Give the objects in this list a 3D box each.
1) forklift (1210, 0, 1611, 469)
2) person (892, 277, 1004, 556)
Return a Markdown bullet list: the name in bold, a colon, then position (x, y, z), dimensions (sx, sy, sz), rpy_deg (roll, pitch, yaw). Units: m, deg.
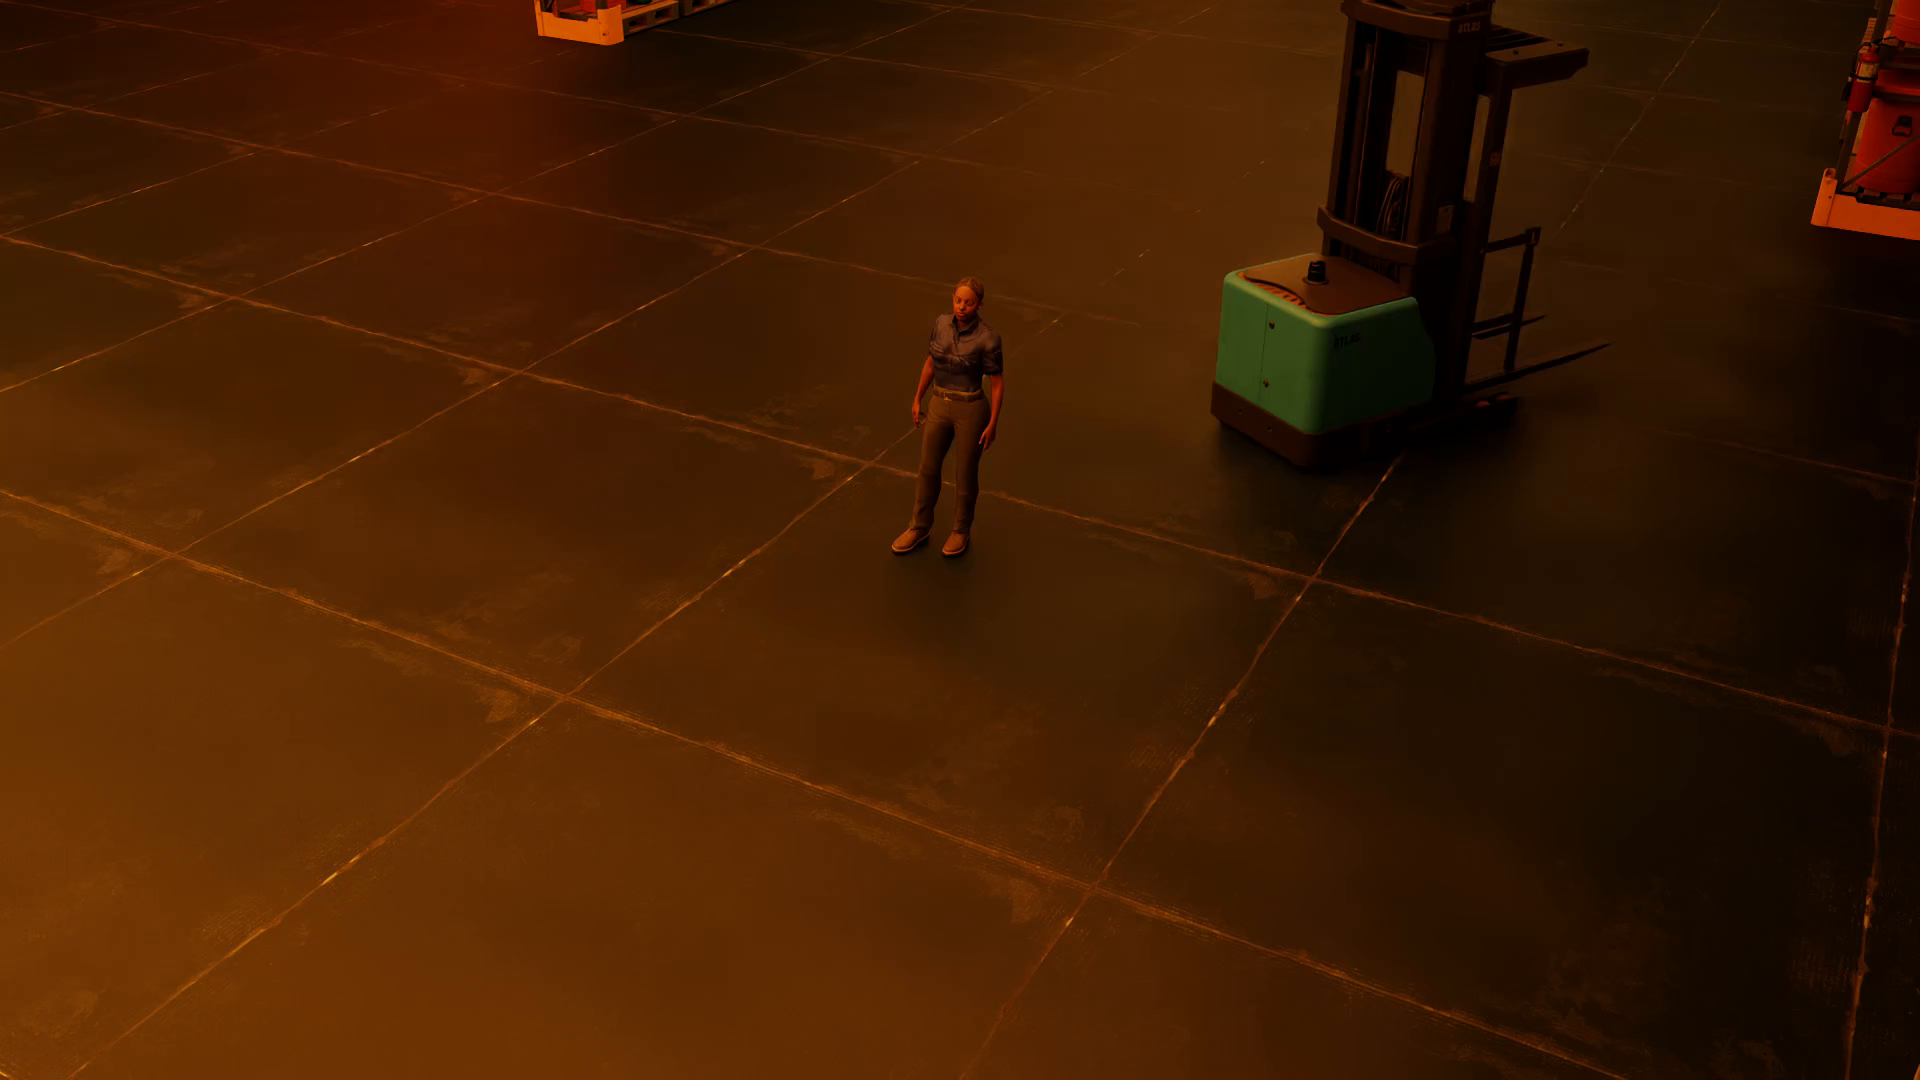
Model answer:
- **forklift**: position (3.243, -2.263, 10.991), dimensions (3.031, 2.935, 1.130), rpy_deg (-17, 34, -26)
- **person**: position (-0.060, -0.689, 9.528), dimensions (0.569, 1.654, 0.504), rpy_deg (15, 33, 25)
